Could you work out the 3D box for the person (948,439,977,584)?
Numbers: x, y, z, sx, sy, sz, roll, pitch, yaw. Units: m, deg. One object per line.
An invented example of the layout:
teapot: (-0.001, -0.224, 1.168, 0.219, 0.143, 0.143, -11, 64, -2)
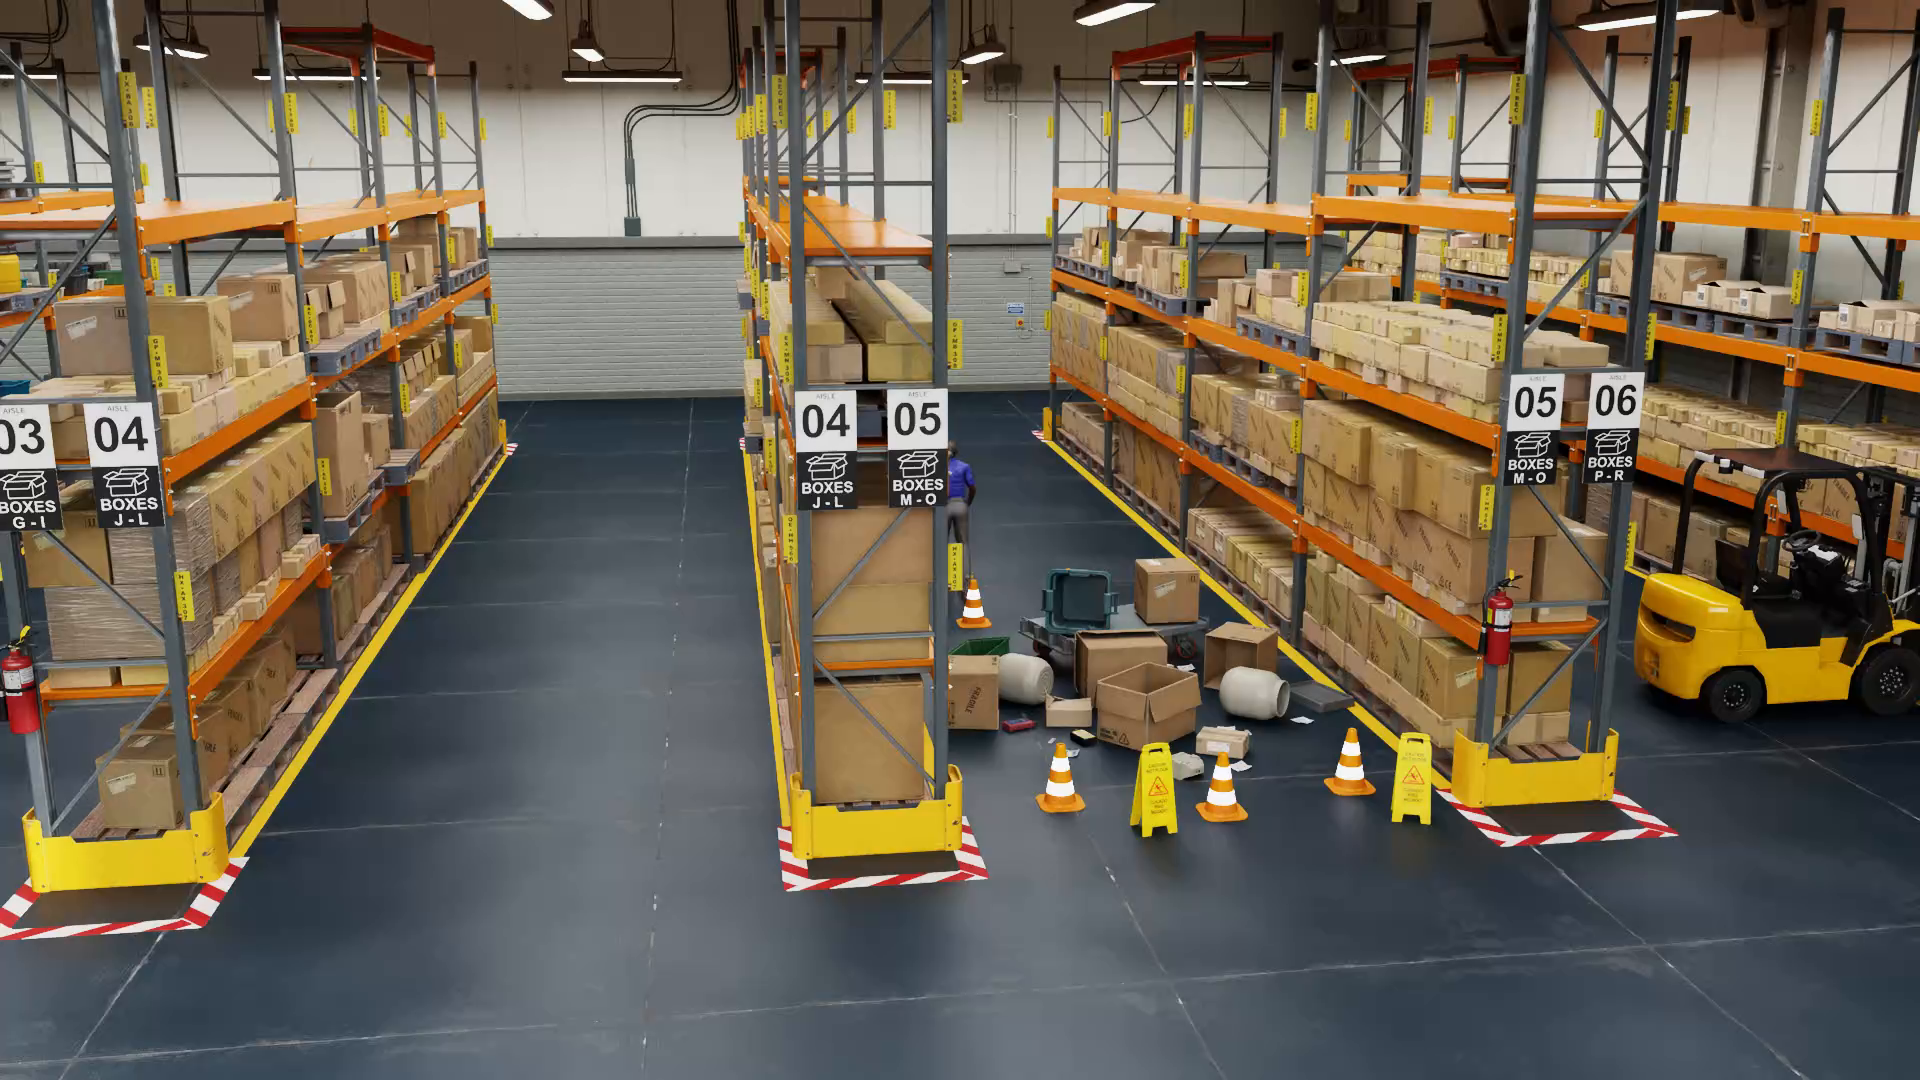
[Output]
person: (-0.078, -0.278, 18.245, 0.534, 1.602, 0.760, 0, 13, -1)
